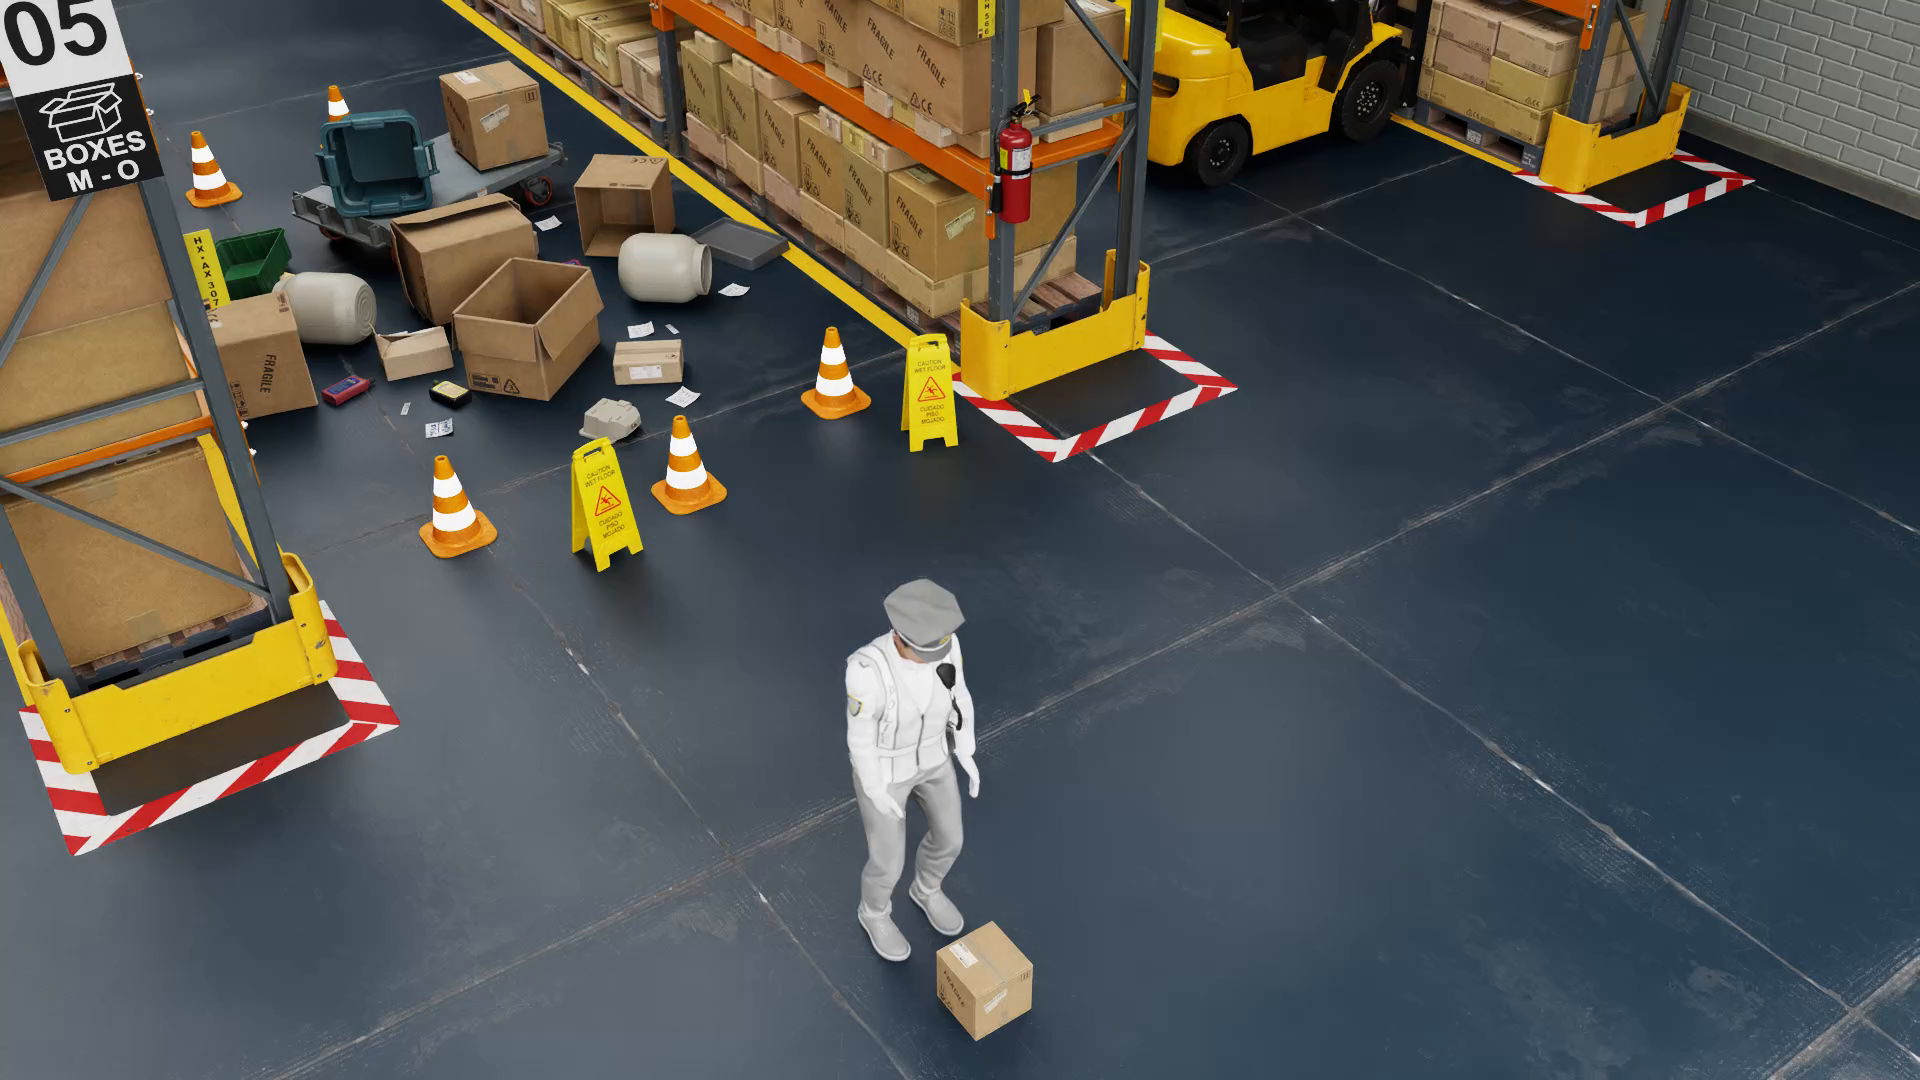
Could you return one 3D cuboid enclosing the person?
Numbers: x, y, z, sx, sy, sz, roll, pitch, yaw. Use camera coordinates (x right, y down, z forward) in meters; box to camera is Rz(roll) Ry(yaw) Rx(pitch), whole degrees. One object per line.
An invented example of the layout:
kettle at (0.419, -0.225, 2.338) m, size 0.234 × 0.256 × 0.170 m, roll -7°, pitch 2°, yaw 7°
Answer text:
person at (-0.164, 0.816, 5.929) m, size 0.492 × 1.642 × 0.412 m, roll -22°, pitch 42°, yaw -26°
